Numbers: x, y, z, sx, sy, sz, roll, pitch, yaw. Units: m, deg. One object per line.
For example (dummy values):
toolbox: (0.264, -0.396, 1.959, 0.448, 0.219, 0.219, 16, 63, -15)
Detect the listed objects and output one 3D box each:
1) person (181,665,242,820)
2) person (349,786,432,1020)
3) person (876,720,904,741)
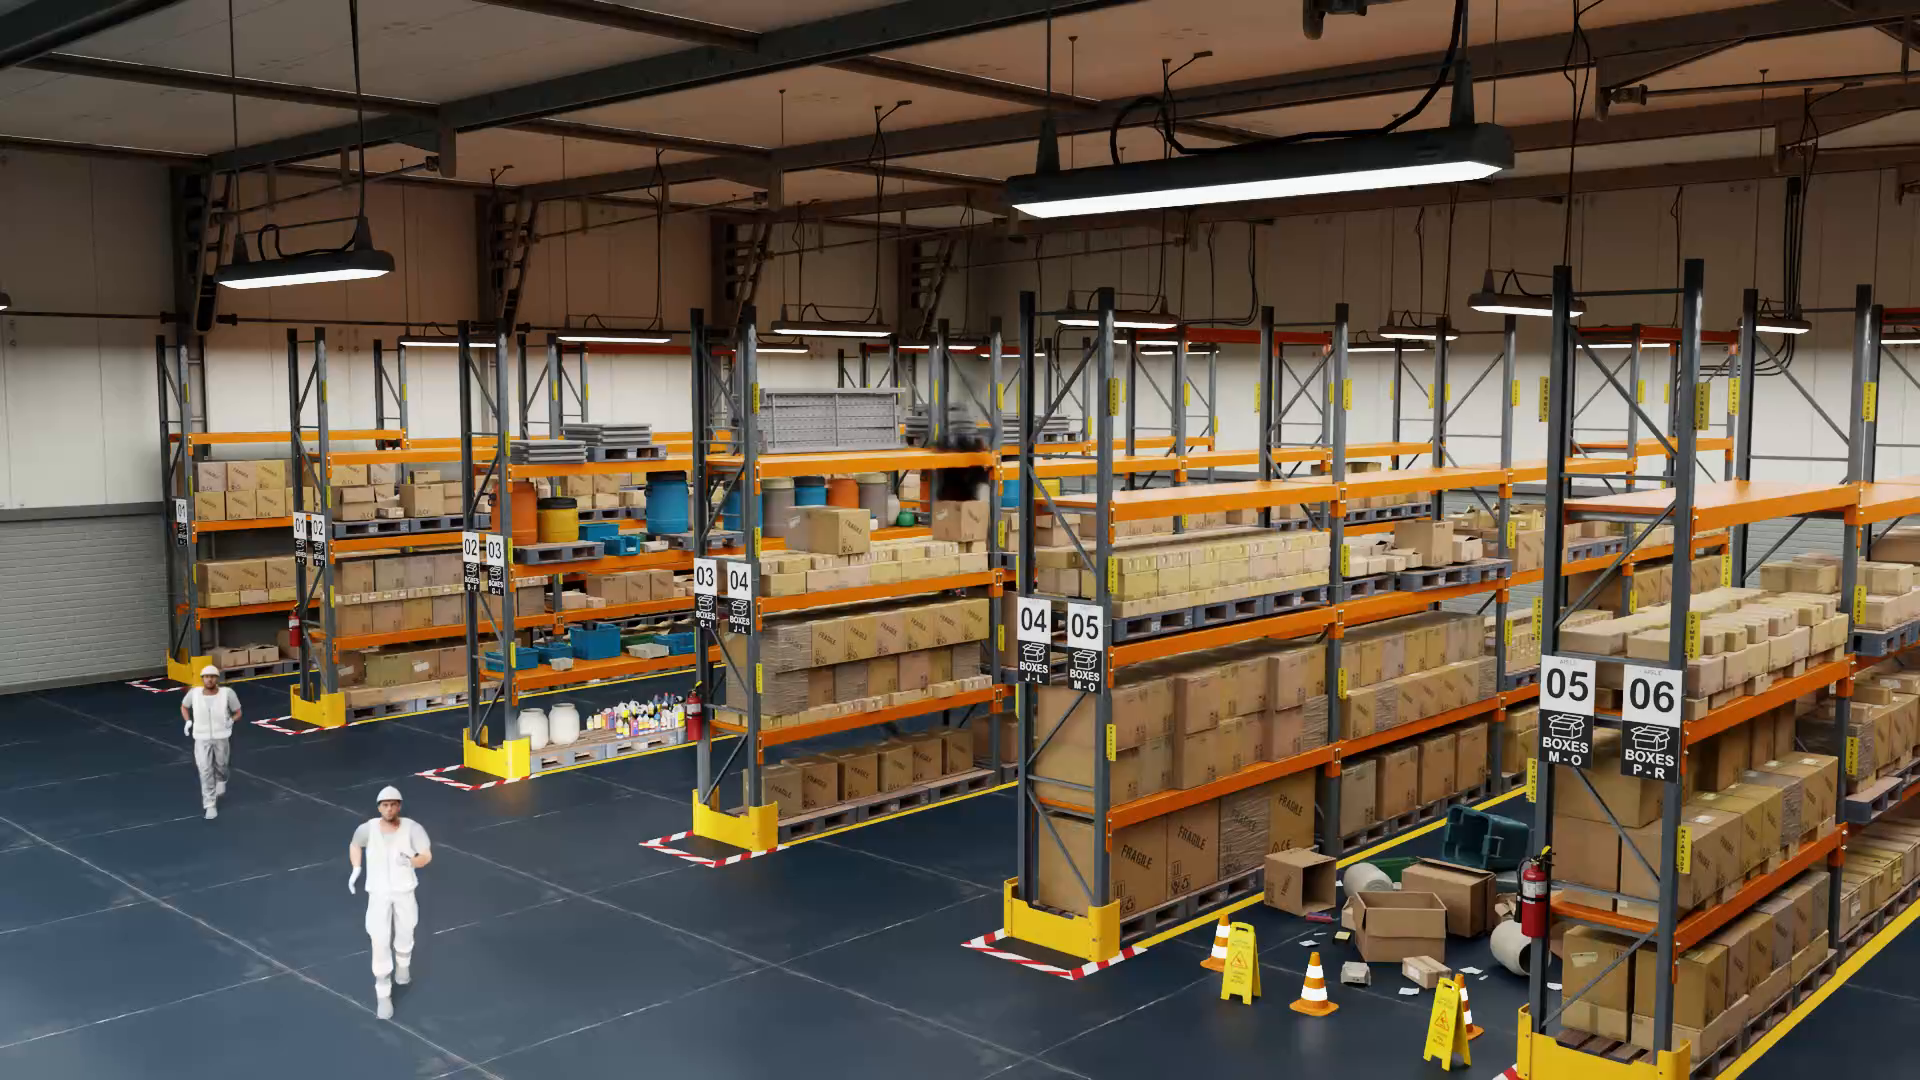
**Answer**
person: (-9.025, 2.394, 20.073, 0.683, 1.787, 0.971, -2, 6, -22)
person: (-4.741, 2.951, 13.866, 0.655, 1.817, 0.910, -2, 6, -19)
person: (-1.077, 2.116, 23.218, 0.674, 1.719, 0.569, 5, 7, 41)
